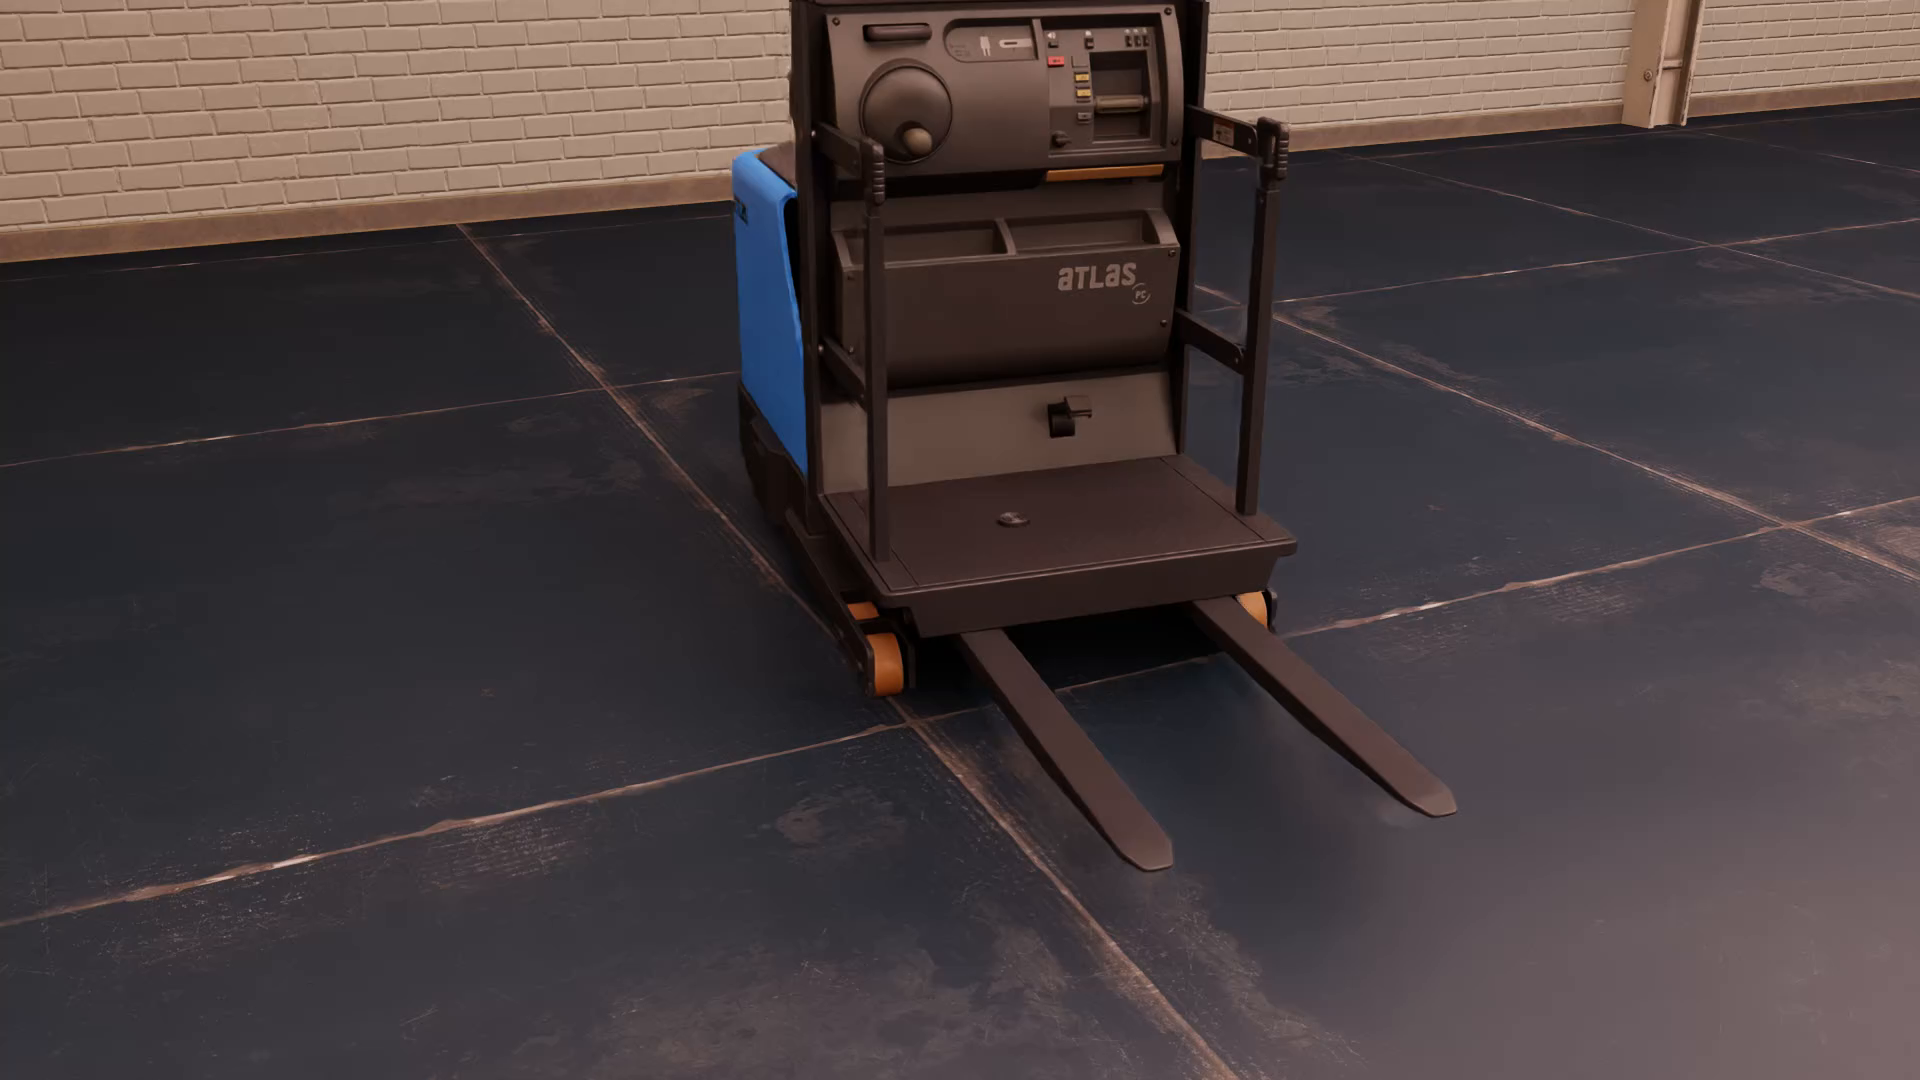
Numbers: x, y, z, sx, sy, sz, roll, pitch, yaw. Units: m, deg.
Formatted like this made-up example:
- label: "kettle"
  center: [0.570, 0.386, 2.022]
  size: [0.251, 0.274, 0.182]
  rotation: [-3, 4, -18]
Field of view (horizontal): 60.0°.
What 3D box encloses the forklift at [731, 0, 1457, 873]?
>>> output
- label: "forklift"
  center: [0.192, -1.131, 4.009]
  size: [1.130, 2.935, 3.031]
  rotation: [-7, 24, -16]
